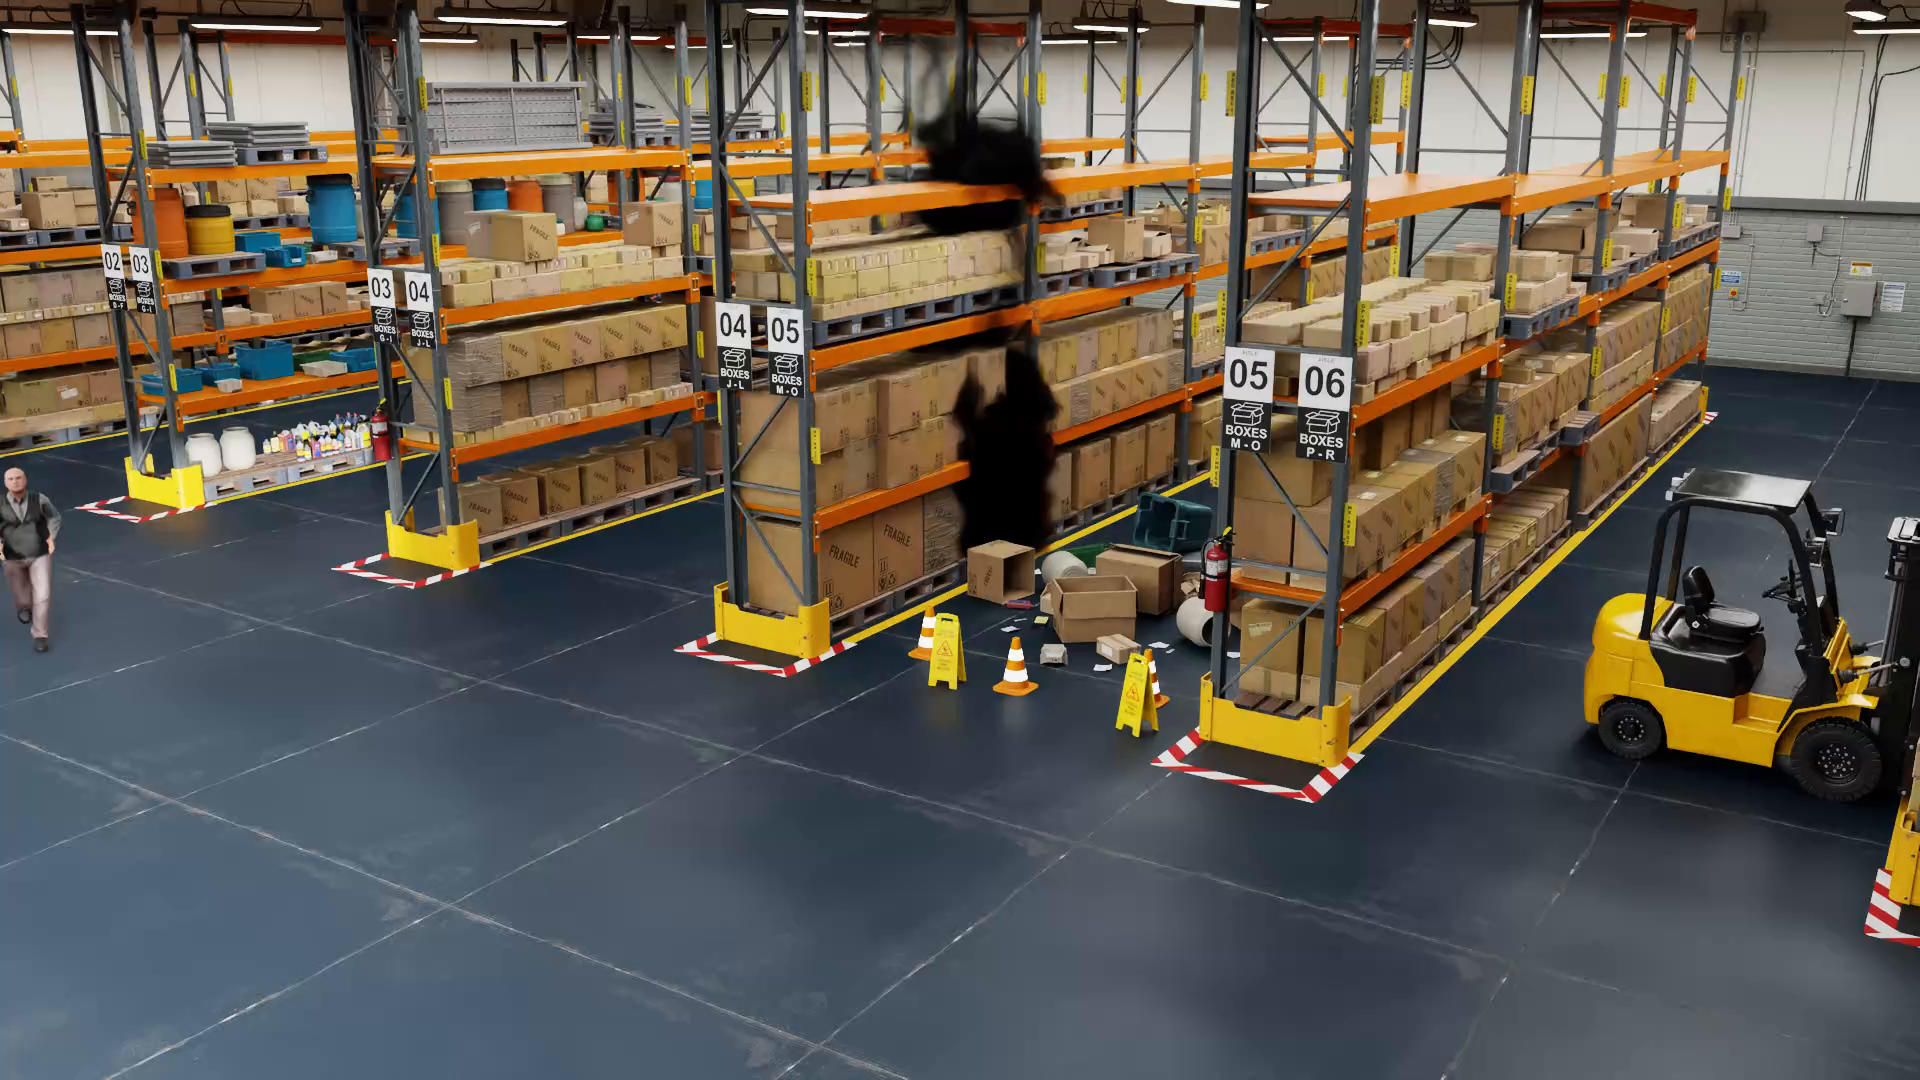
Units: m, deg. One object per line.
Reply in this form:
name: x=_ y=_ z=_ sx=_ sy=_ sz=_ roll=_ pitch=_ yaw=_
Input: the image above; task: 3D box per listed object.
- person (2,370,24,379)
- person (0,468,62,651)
person: x=-14.479 y=-2.685 z=25.500 sx=0.678 sy=1.829 sz=0.924 roll=8 pitch=17 yaw=27
person: x=-8.706 y=0.155 z=15.531 sx=0.659 sy=1.690 sz=0.765 roll=-9 pitch=18 yaw=-31
